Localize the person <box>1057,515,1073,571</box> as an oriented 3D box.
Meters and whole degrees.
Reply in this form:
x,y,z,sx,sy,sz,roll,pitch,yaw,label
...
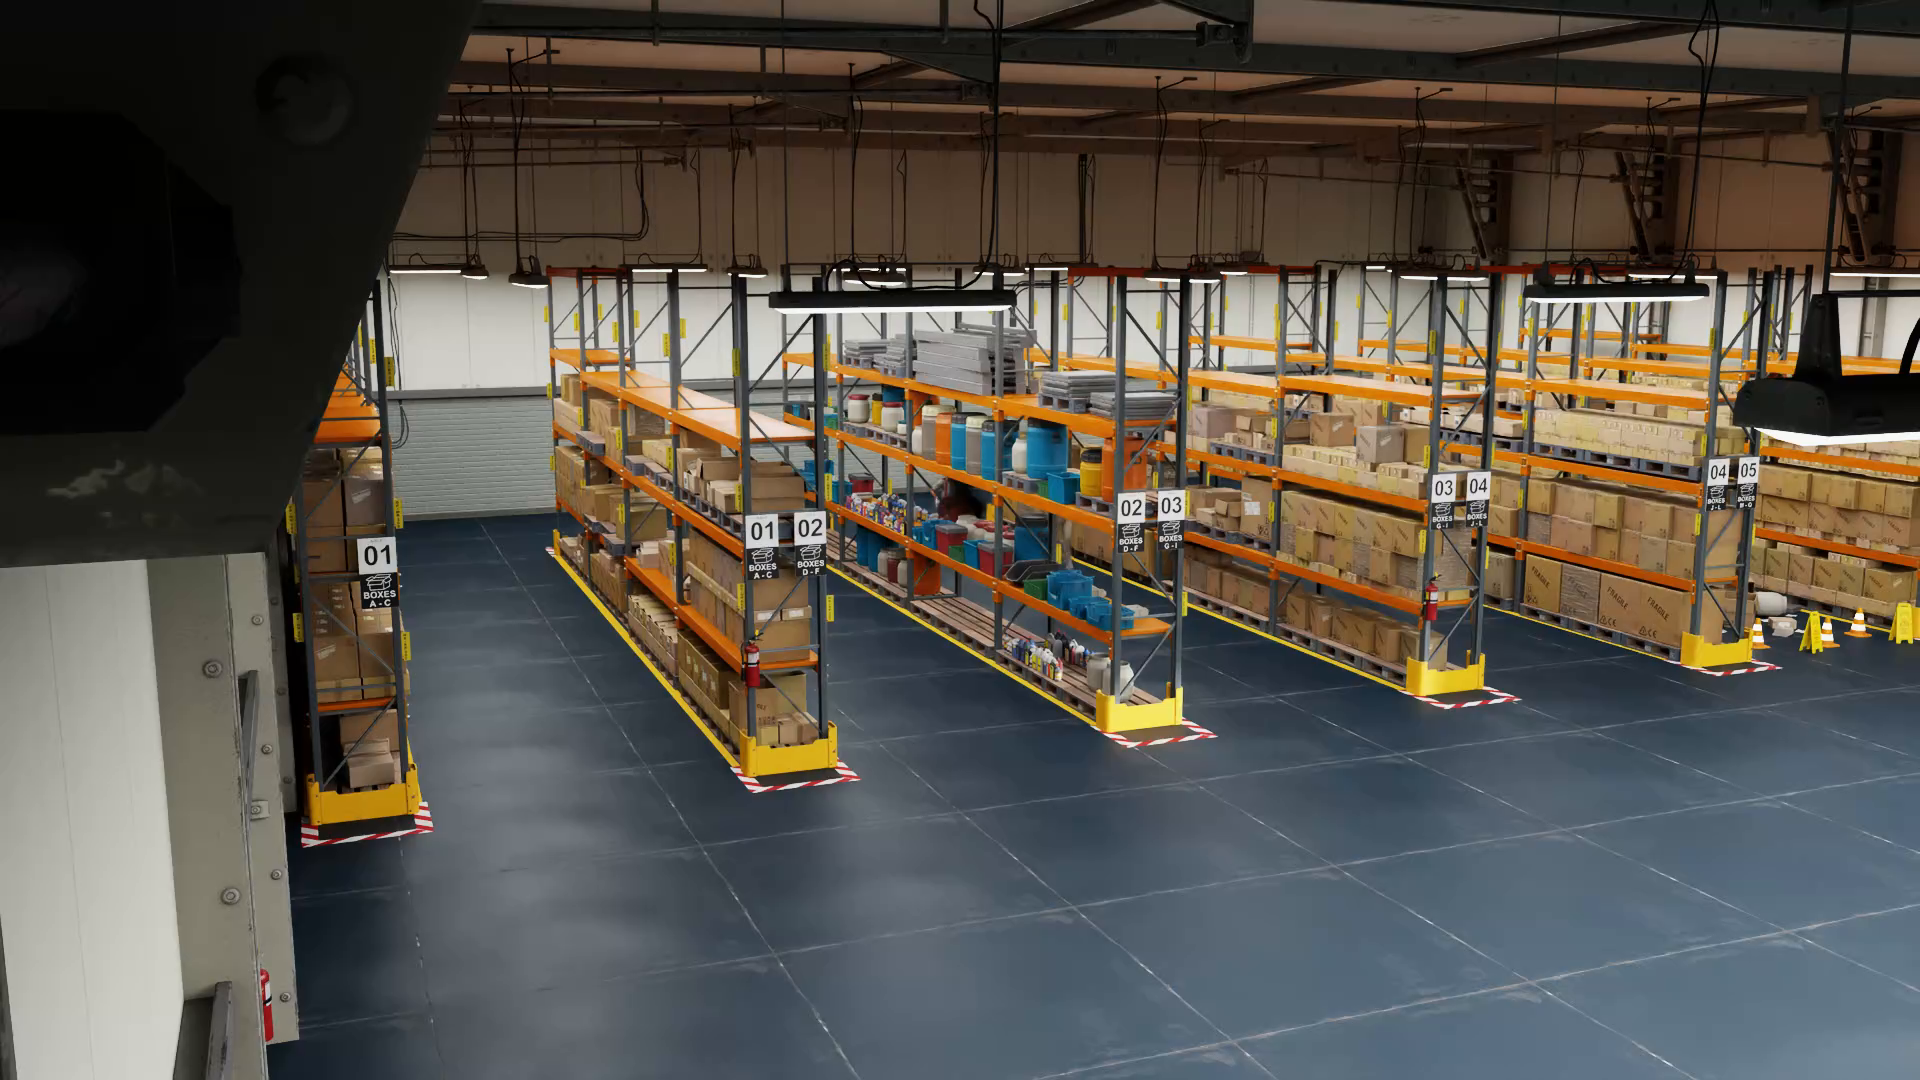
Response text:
x,y,z,sx,sy,sz,roll,pitch,yaw,label
1.965,-0.296,32.068,0.643,1.762,0.836,-4,11,-24,person

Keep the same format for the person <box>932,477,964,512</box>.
x,y,z,sx,sy,sz,roll,pitch,yaw,label
-0.186,-0.696,35.466,0.643,1.784,0.702,-6,12,-33,person

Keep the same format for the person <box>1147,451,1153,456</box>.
x,y,z,sx,sy,sz,roll,pitch,yaw,label
4.463,-1.311,39.535,0.518,1.643,0.705,-2,10,-11,person
